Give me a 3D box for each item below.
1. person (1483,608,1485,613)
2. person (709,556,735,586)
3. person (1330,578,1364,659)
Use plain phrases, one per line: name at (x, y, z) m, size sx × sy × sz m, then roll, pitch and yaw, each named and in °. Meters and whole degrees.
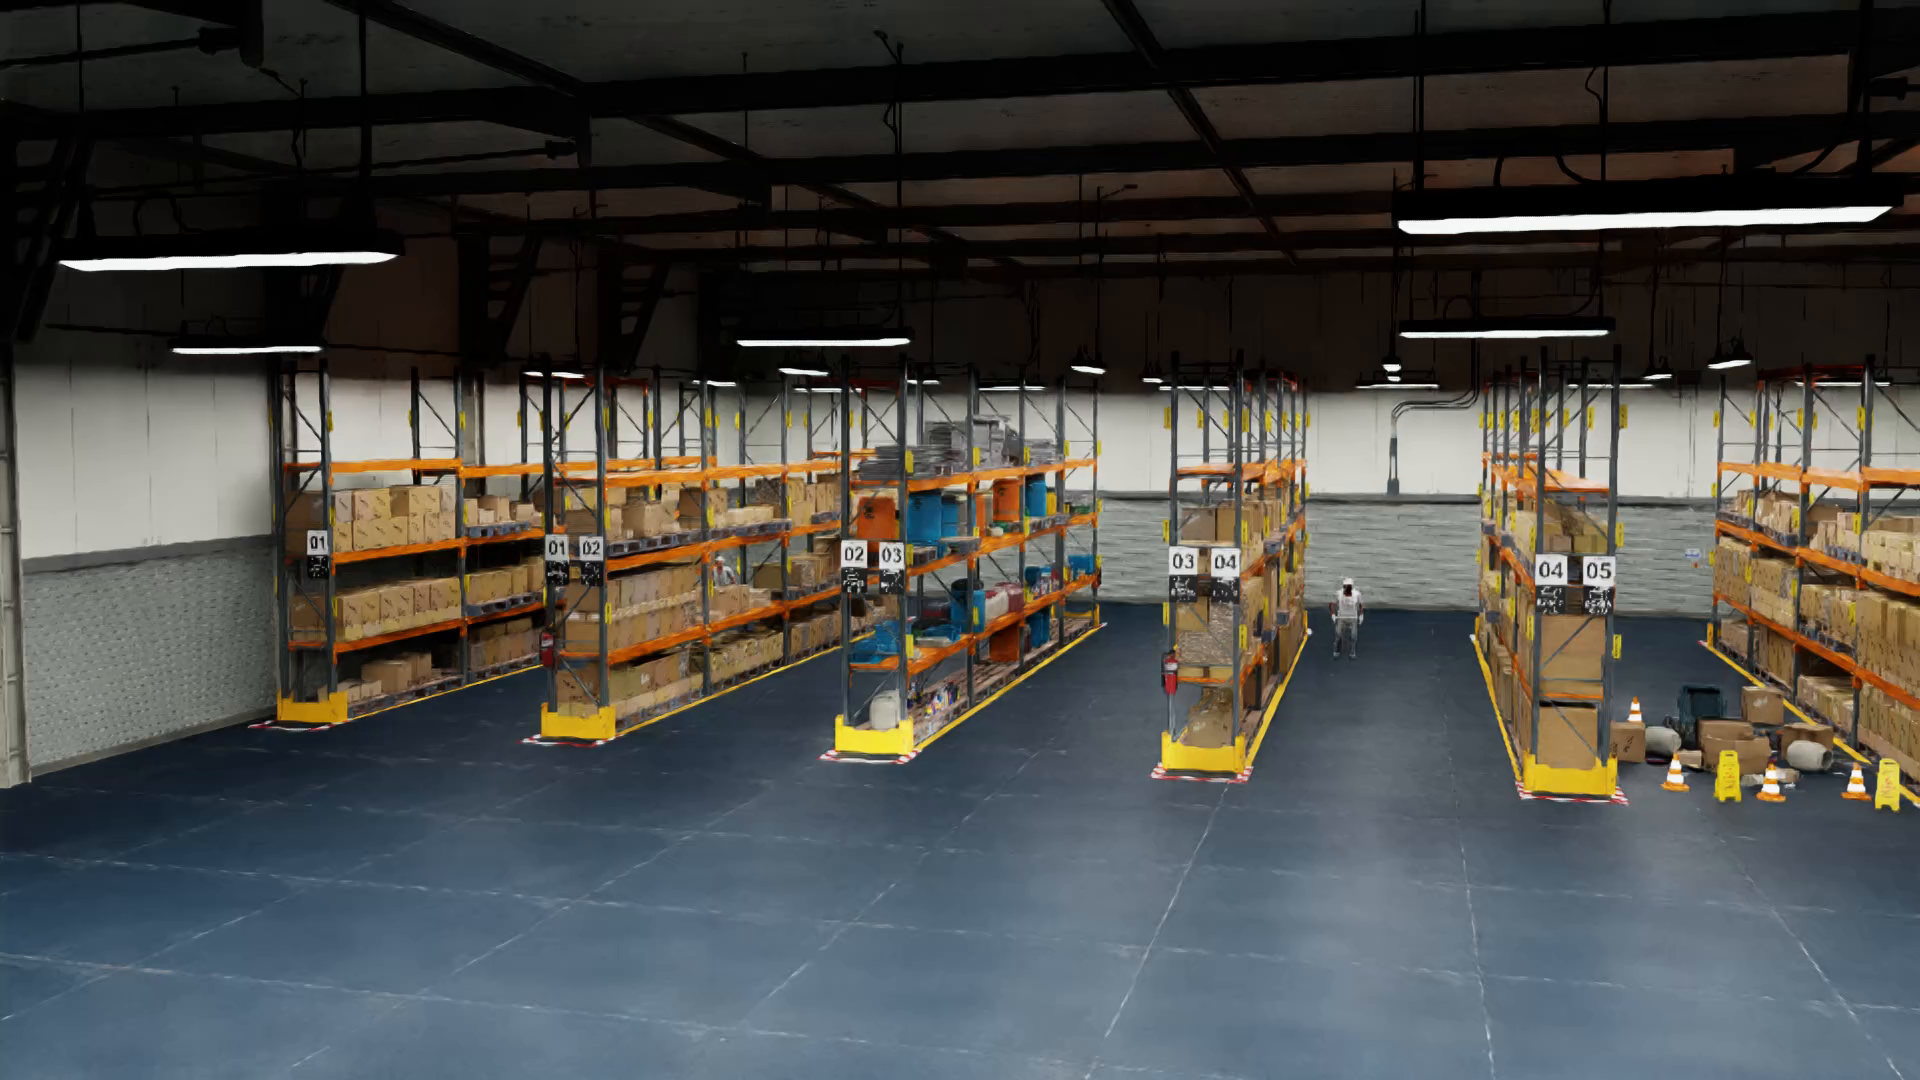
person at (12.493, 1.380, 39.011) m, size 0.561 × 1.652 × 0.546 m, roll -1°, pitch 4°, yaw -18°
person at (-5.791, 1.235, 40.414) m, size 0.677 × 1.742 × 0.552 m, roll 1°, pitch 4°, yaw 13°
person at (8.092, 1.643, 34.785) m, size 0.702 × 1.735 × 0.549 m, roll 1°, pitch 4°, yaw 12°
